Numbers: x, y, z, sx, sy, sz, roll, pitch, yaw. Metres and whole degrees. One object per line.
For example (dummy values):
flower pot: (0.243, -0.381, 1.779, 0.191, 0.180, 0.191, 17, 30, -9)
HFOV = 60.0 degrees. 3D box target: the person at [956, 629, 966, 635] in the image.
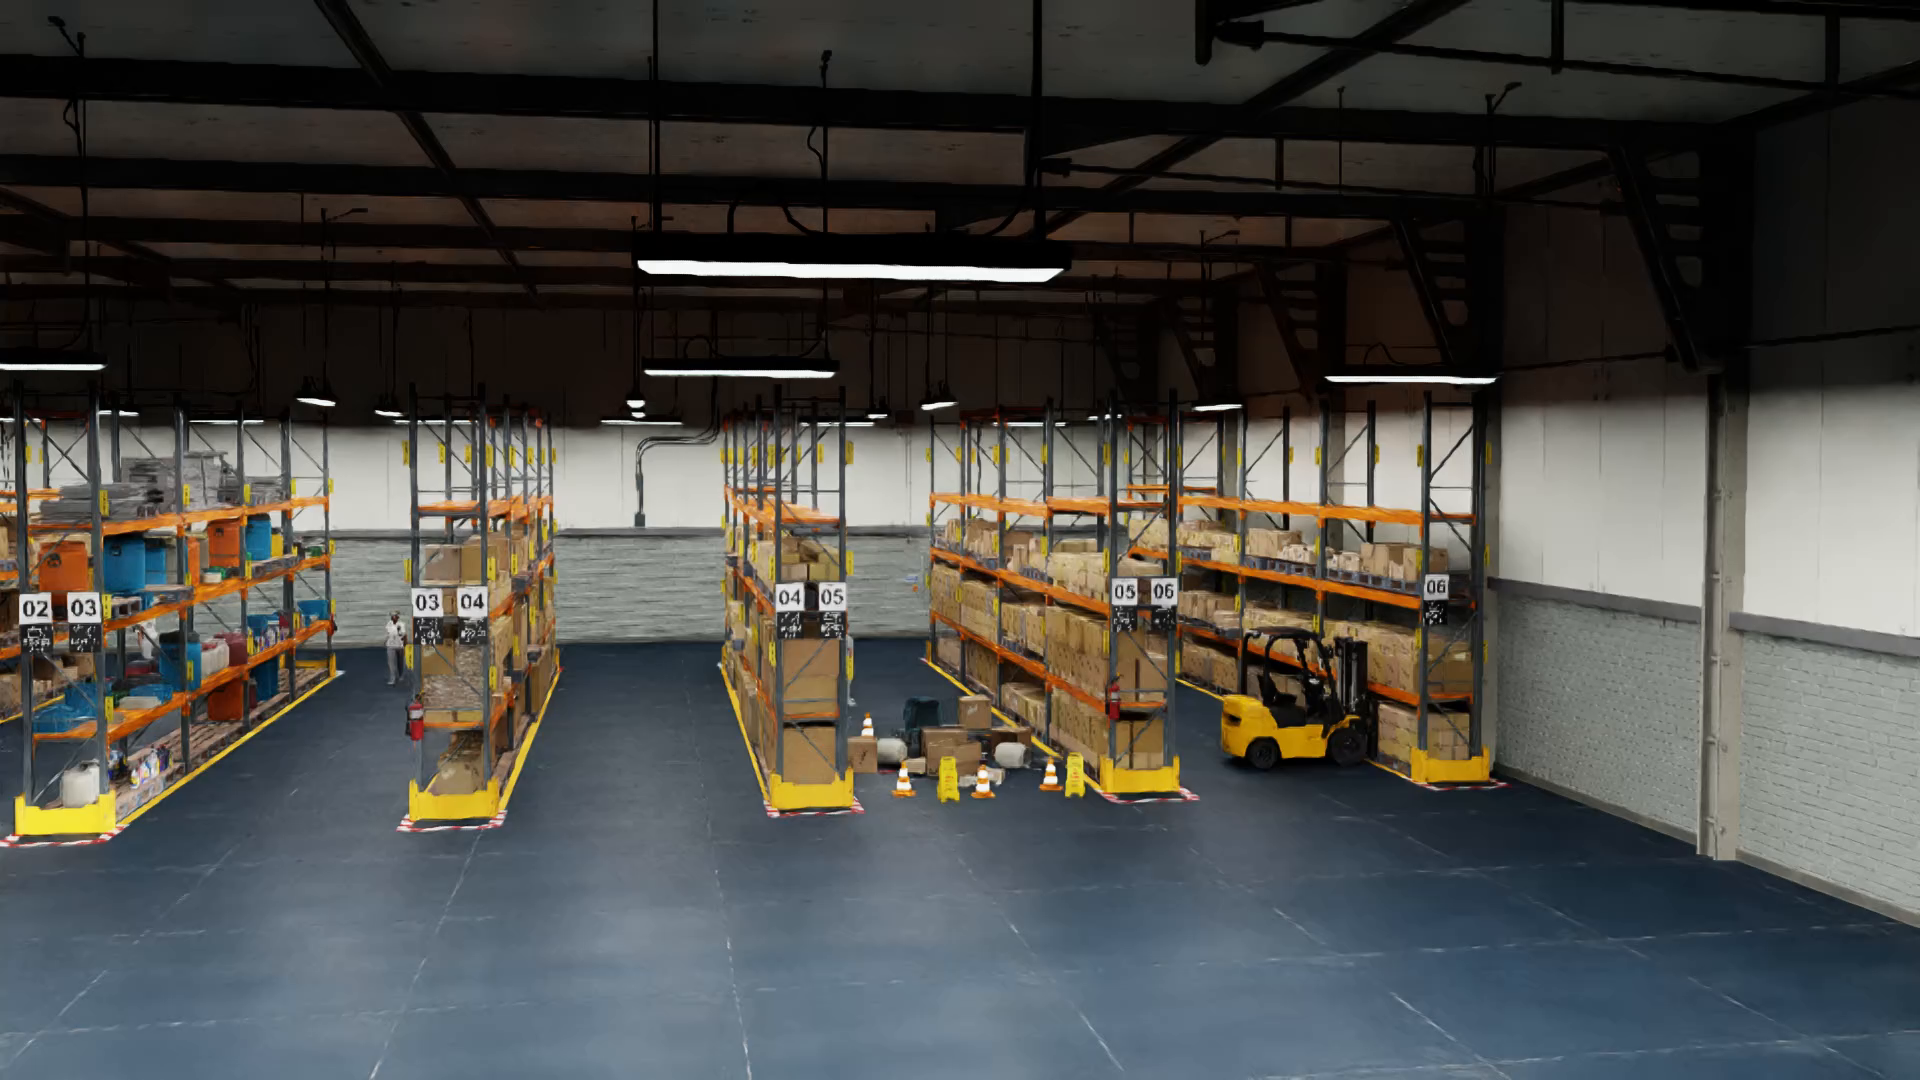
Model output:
person: (0.102, 2.020, 42.556, 0.463, 1.641, 0.657, -2, 4, -40)

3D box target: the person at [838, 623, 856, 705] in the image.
person: (-2.276, 2.461, 33.364, 0.432, 1.677, 0.496, -3, 4, -42)

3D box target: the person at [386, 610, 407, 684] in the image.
person: (-12.380, 2.330, 36.559, 0.461, 1.626, 0.999, -1, 3, -12)

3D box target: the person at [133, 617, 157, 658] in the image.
person: (-18.436, 2.213, 37.637, 0.588, 1.746, 0.735, 0, 3, 1)
